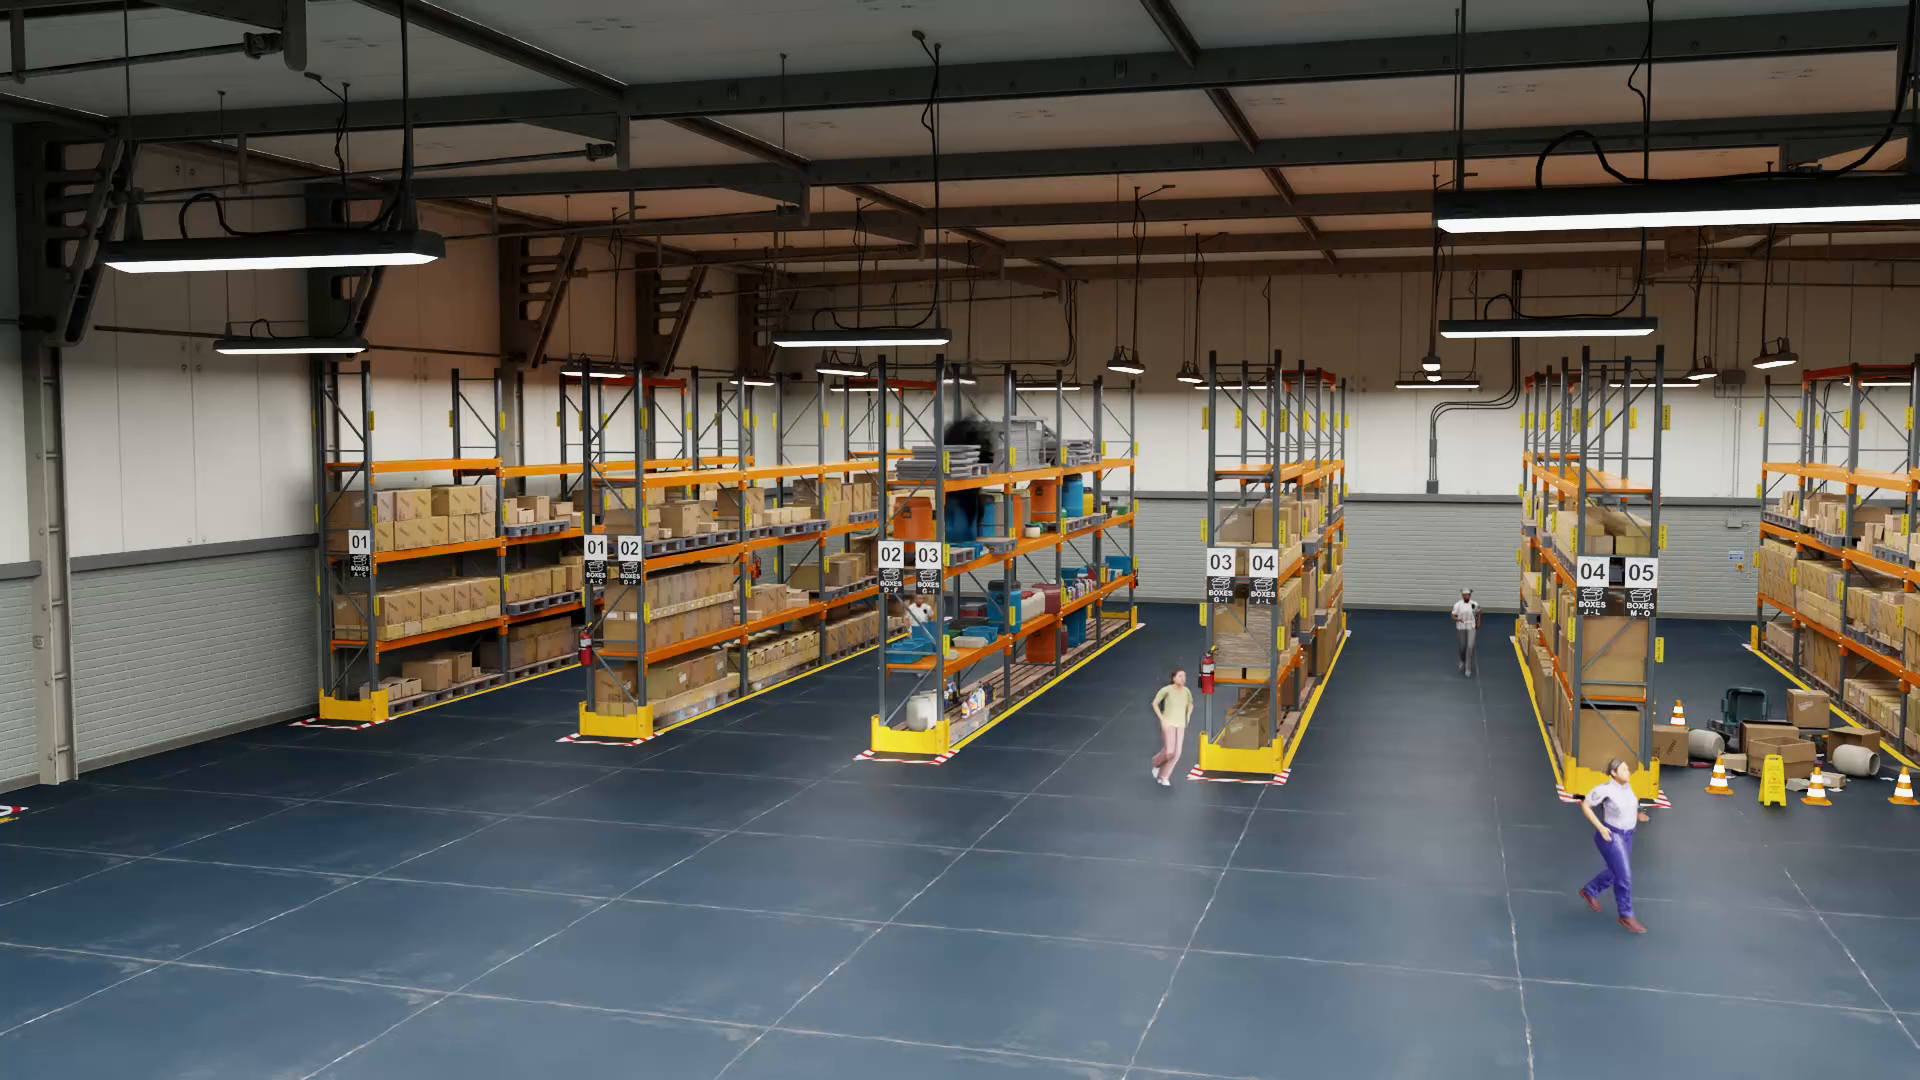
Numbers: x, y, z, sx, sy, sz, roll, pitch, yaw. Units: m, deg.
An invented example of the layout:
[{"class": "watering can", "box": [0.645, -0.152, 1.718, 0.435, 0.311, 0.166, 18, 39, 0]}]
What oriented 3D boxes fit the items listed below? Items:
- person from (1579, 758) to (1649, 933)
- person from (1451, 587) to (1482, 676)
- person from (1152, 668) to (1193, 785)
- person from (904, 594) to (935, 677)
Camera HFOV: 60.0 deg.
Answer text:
[{"class": "person", "box": [6.513, 2.998, 16.579, 0.602, 1.671, 0.813, -3, 5, -38]}, {"class": "person", "box": [10.060, 1.797, 33.048, 0.587, 1.729, 0.895, 1, 4, 18]}, {"class": "person", "box": [2.957, 2.559, 22.965, 0.600, 1.618, 0.534, -2, 4, -22]}, {"class": "person", "box": [-0.799, 1.843, 32.908, 0.596, 1.644, 0.821, 0, 4, 3]}]
